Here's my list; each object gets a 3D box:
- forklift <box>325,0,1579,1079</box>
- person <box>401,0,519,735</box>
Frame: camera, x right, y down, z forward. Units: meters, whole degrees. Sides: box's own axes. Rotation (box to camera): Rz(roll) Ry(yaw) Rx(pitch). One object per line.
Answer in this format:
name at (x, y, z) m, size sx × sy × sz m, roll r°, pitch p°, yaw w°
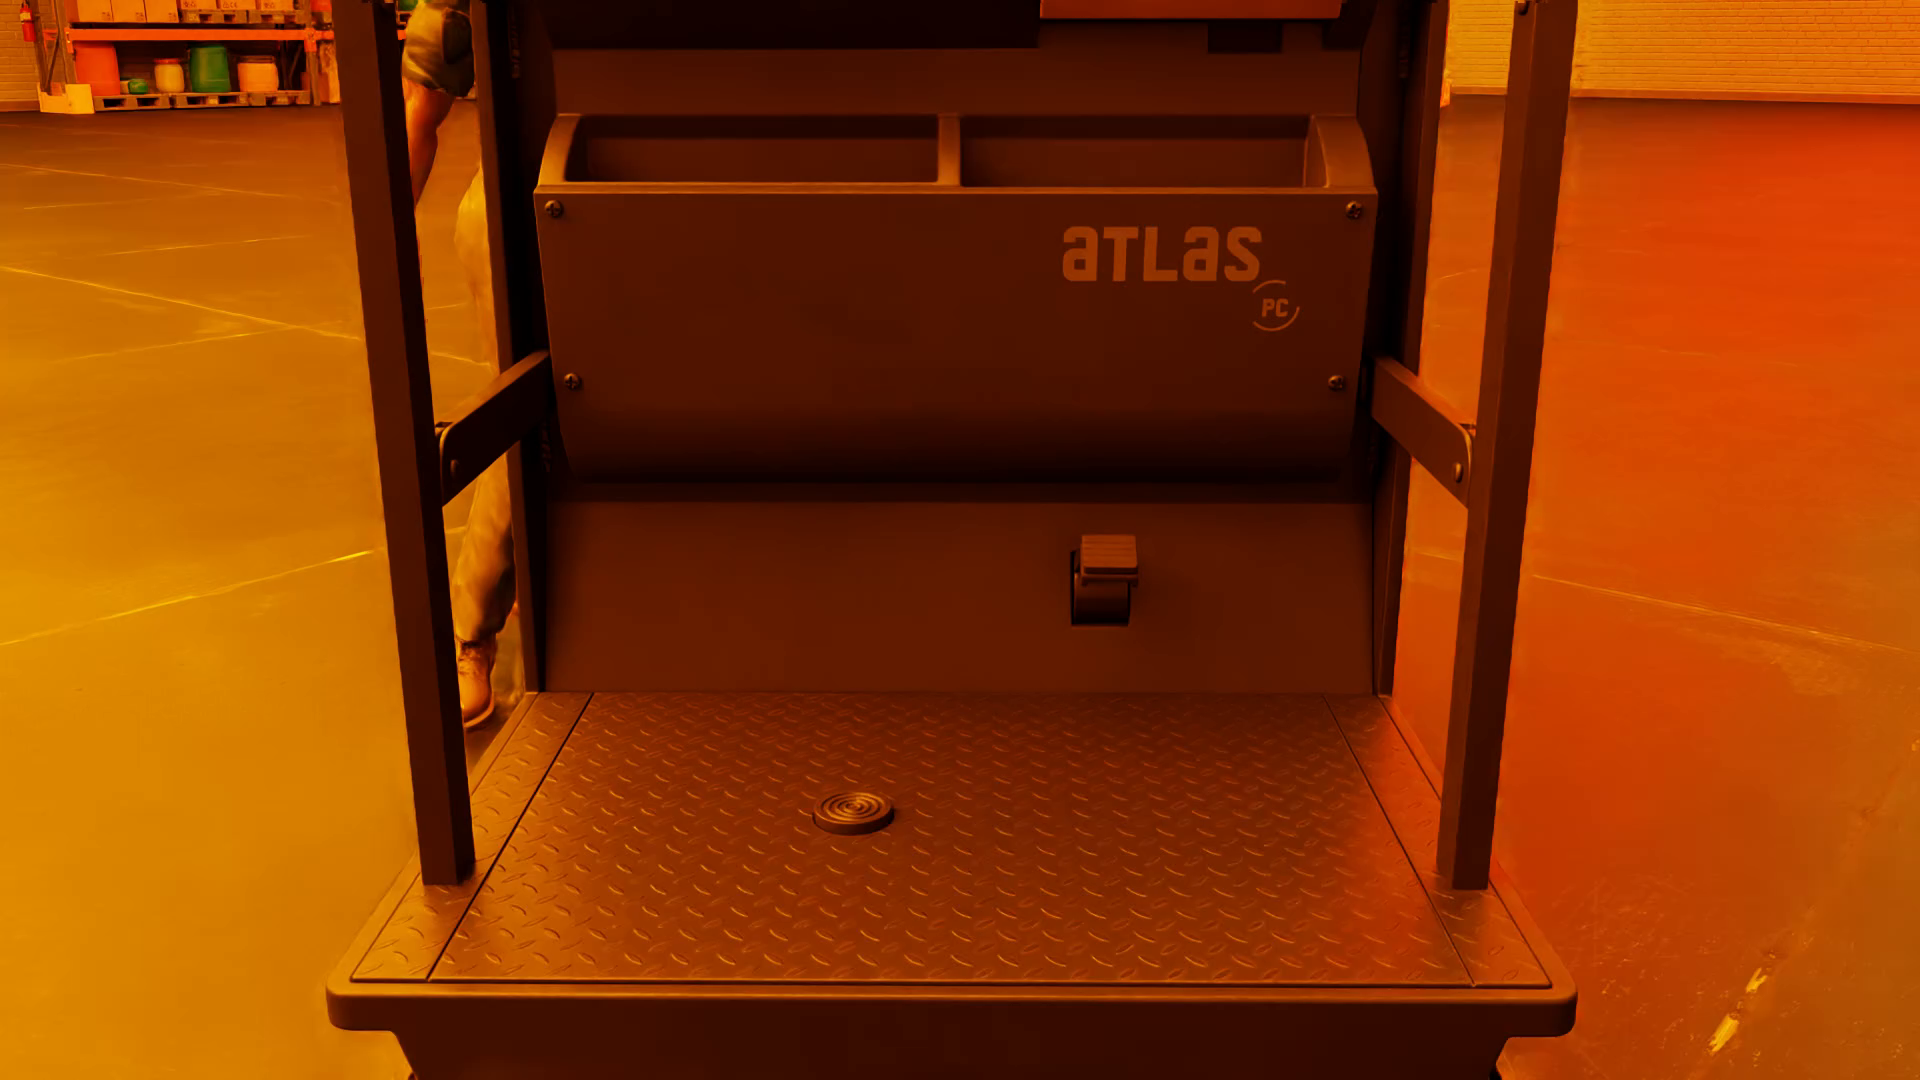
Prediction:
forklift at (-0.005, -0.807, 1.557) m, size 1.130 × 2.935 × 3.031 m, roll 0°, pitch 17°, yaw 1°
person at (-0.751, -0.533, 3.061) m, size 0.469 × 1.592 × 1.067 m, roll 6°, pitch 18°, yaw 20°
